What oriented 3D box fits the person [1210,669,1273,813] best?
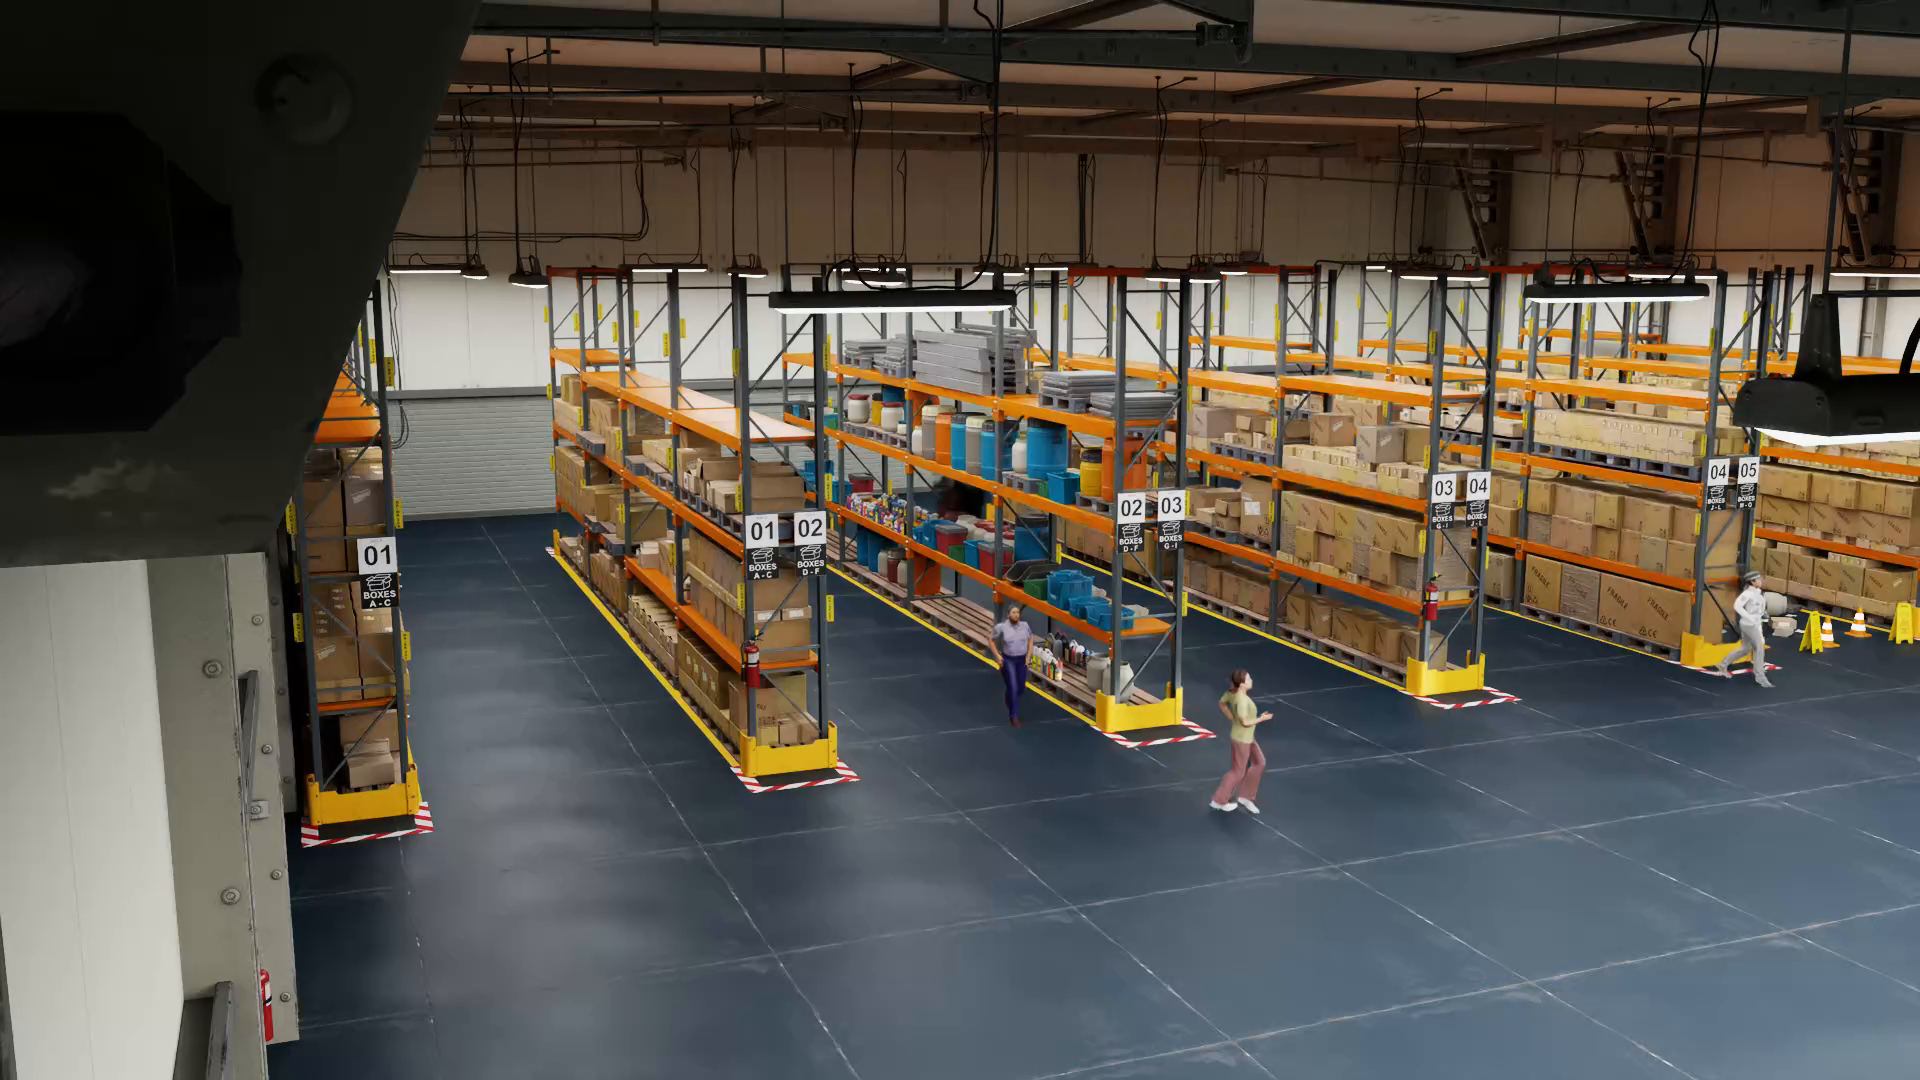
[{"bbox_3d":[3.173,2.285,18.751,0.670,1.704,0.558,1,10,5],"label":"person"}]

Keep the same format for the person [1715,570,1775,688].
[{"bbox_3d":[11.616,1.281,24.472,0.825,1.736,0.645,6,12,33],"label":"person"}]

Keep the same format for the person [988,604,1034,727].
[{"bbox_3d":[0.698,1.662,22.573,0.630,1.633,0.738,-3,10,-19],"label":"person"}]

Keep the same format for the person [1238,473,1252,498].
[{"bbox_3d":[6.074,-0.594,35.080,0.559,1.664,0.959,-3,10,-19],"label":"person"}]
